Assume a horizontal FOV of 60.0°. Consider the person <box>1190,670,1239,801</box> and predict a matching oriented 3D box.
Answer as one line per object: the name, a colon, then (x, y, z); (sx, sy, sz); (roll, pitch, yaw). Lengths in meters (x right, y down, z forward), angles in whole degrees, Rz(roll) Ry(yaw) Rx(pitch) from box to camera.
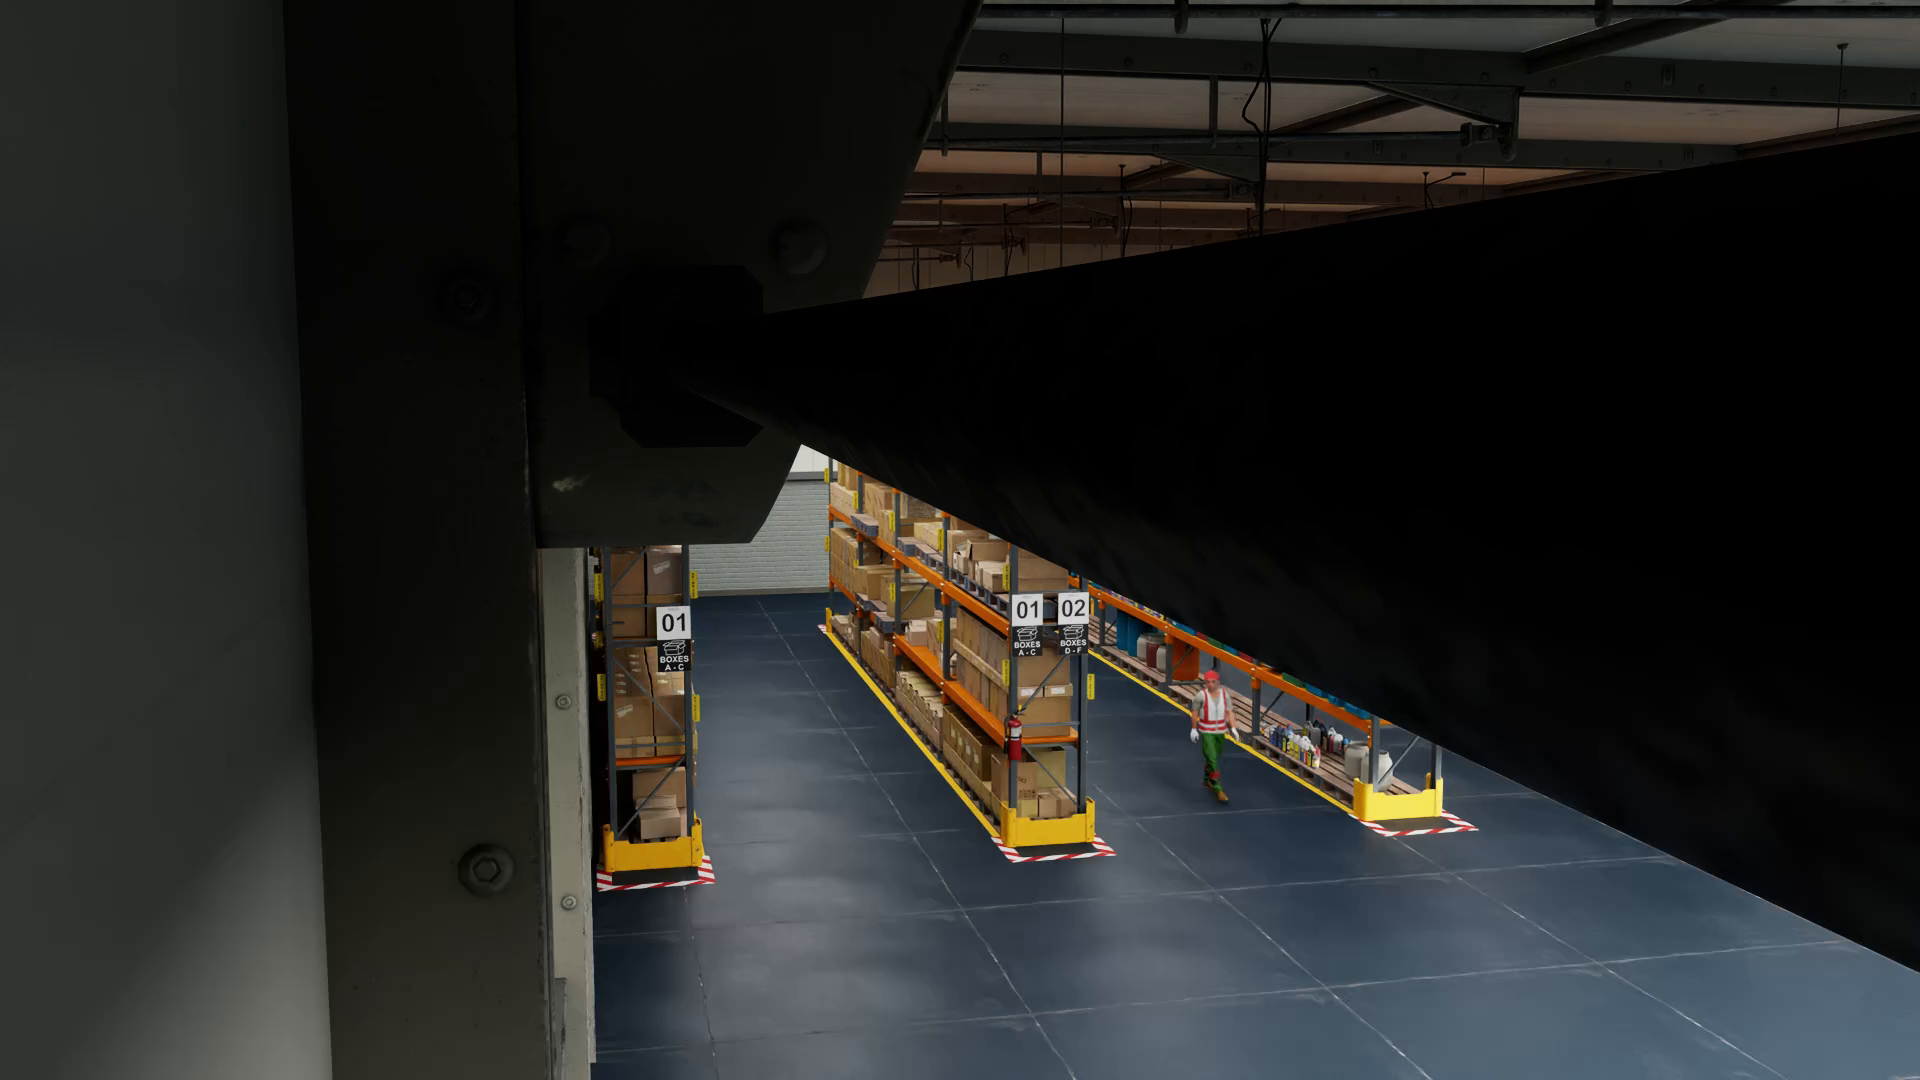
person: (3.570, 2.690, 23.147); (0.565, 1.746, 0.978); (-2, 7, -15)
